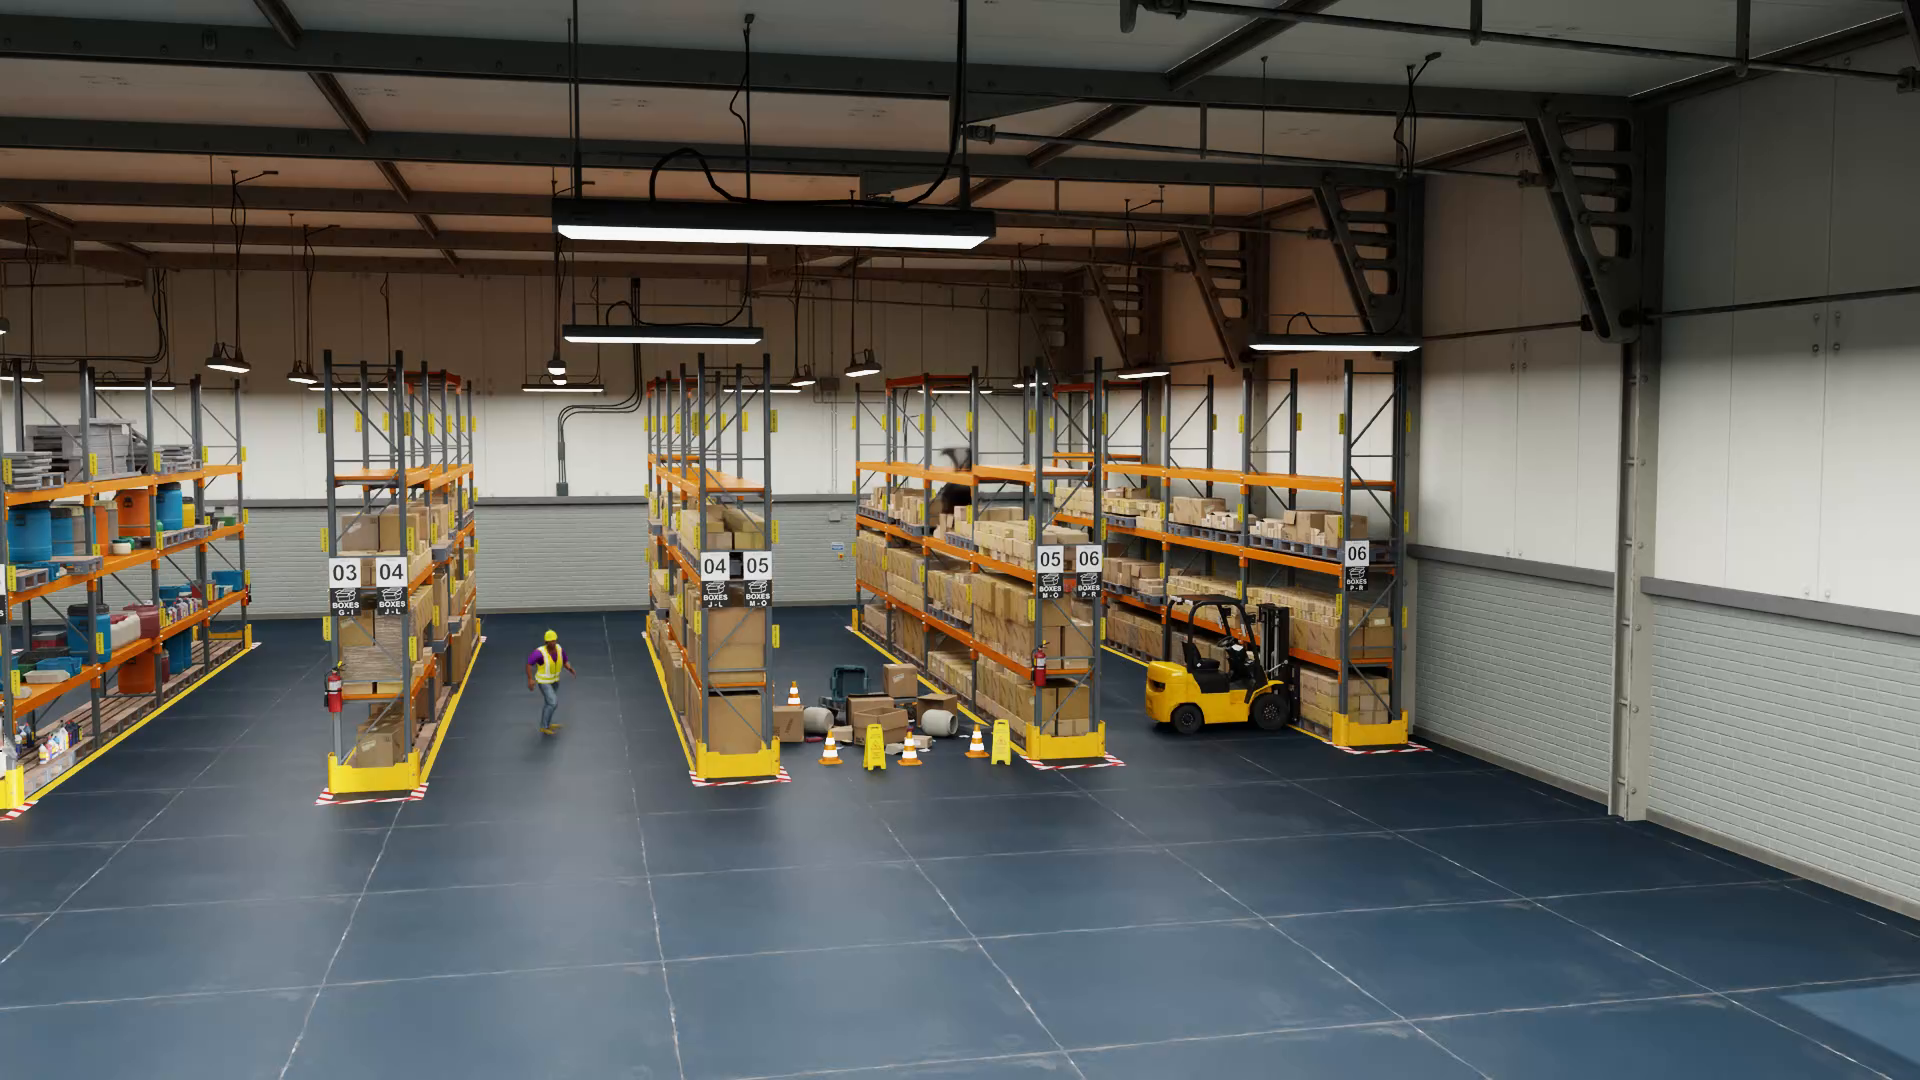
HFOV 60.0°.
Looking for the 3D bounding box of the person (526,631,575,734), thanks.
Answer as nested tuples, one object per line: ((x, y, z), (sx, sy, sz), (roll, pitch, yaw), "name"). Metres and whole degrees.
((-6.618, 2.313, 26.958), (0.838, 1.723, 0.682), (2, 4, 26), "person")

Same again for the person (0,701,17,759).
((-12.128, 2.736, 20.471), (0.880, 1.698, 0.685), (0, 4, -5), "person")

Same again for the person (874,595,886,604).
((-1.920, 1.255, 41.654), (1.043, 1.751, 0.631), (0, 4, -1), "person")
